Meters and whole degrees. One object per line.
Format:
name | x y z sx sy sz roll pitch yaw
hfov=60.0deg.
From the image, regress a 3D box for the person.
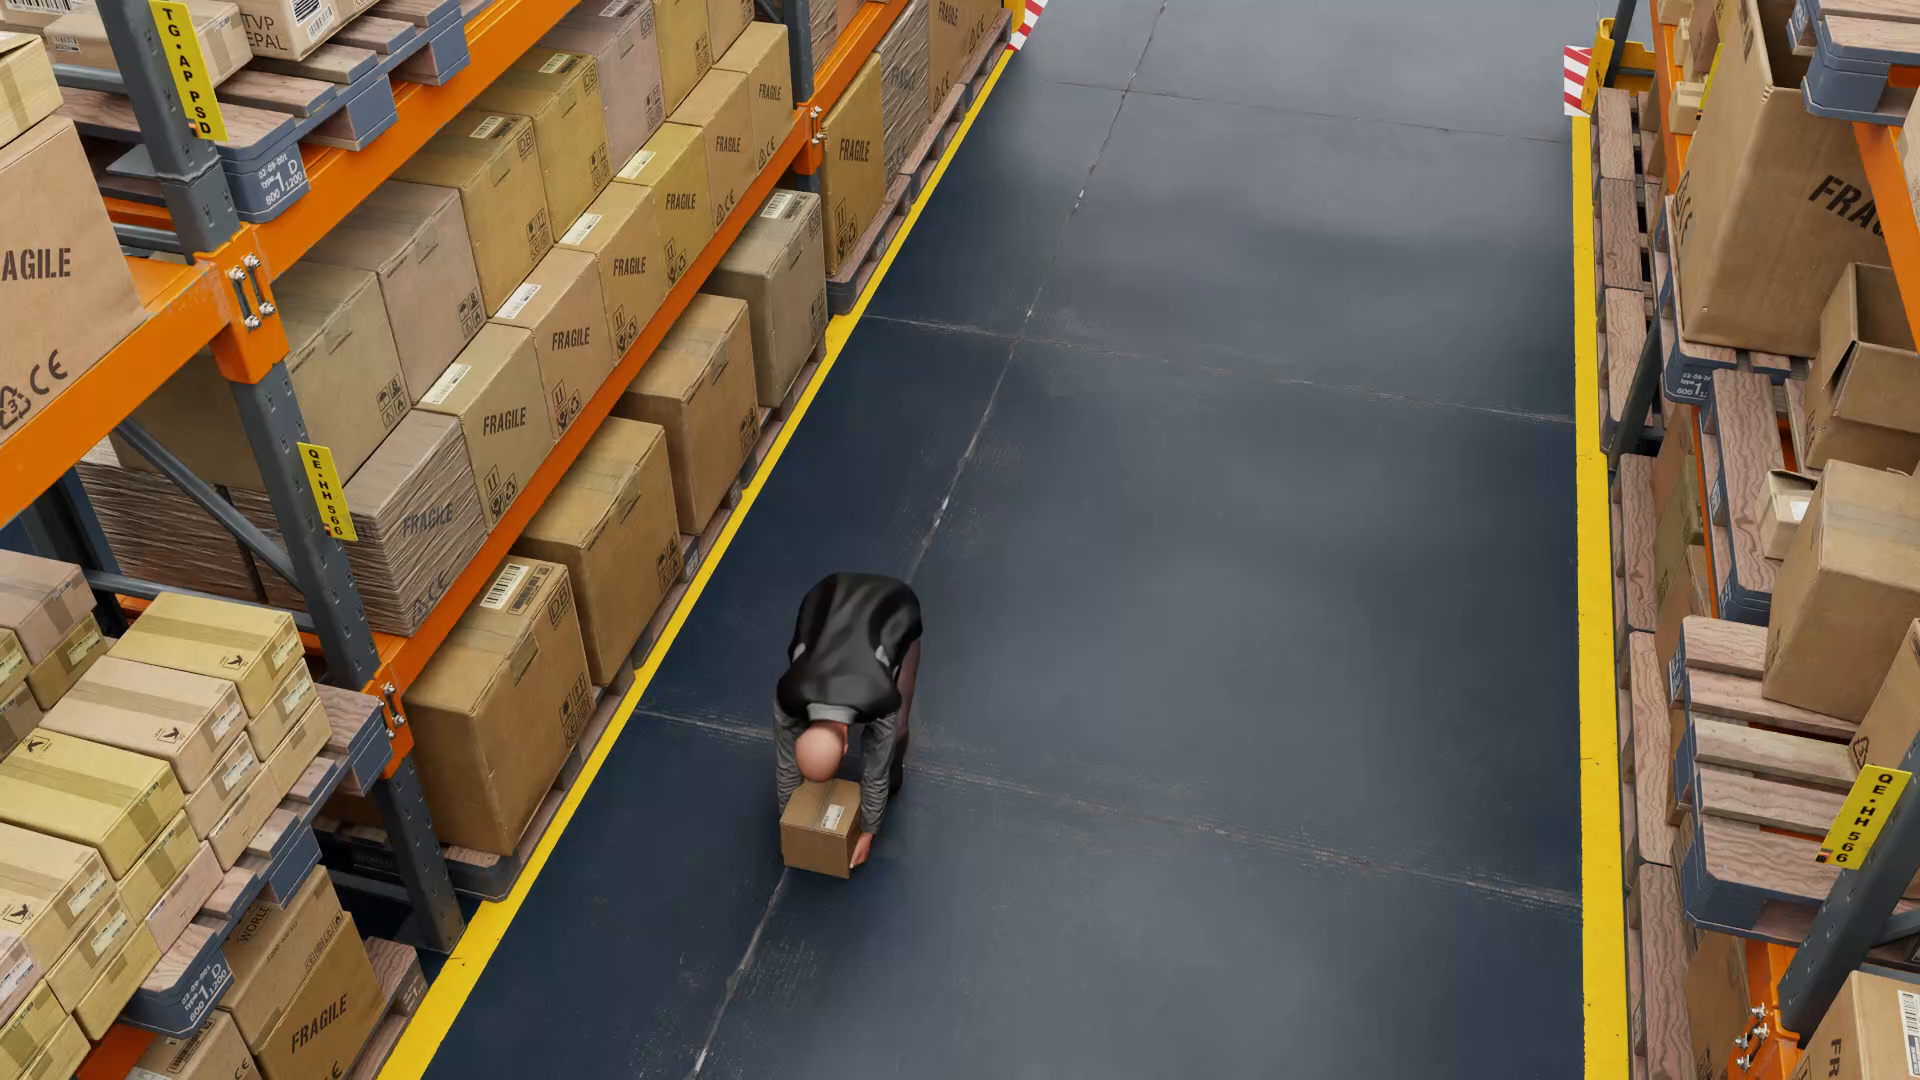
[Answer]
person | -0.420 0.639 6.131 0.500 0.849 0.952 9 42 10
